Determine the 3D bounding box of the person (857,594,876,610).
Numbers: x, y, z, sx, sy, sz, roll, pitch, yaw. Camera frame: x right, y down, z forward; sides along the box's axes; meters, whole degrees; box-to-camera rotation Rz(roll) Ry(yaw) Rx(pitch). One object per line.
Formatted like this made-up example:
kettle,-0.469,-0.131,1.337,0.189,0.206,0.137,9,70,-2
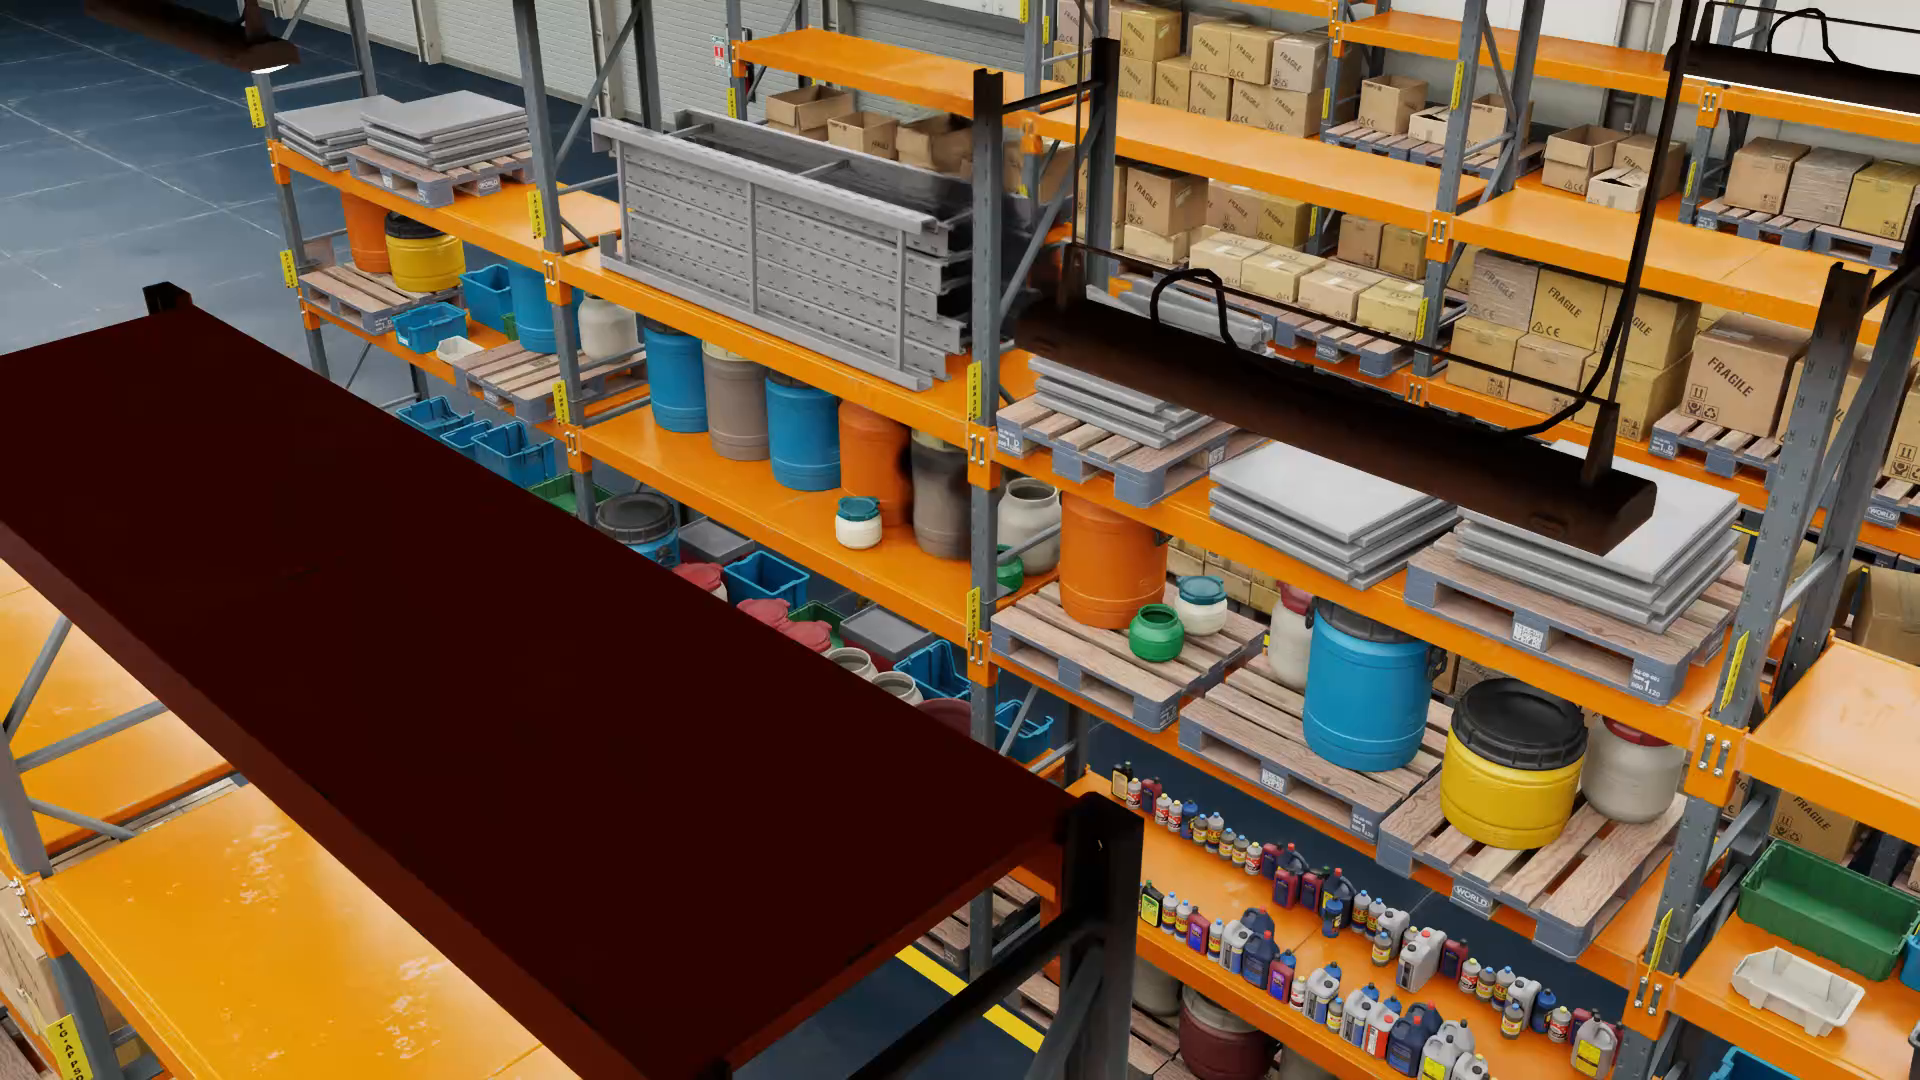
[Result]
person,-0.889,-0.094,14.602,0.783,1.711,0.740,21,35,32
